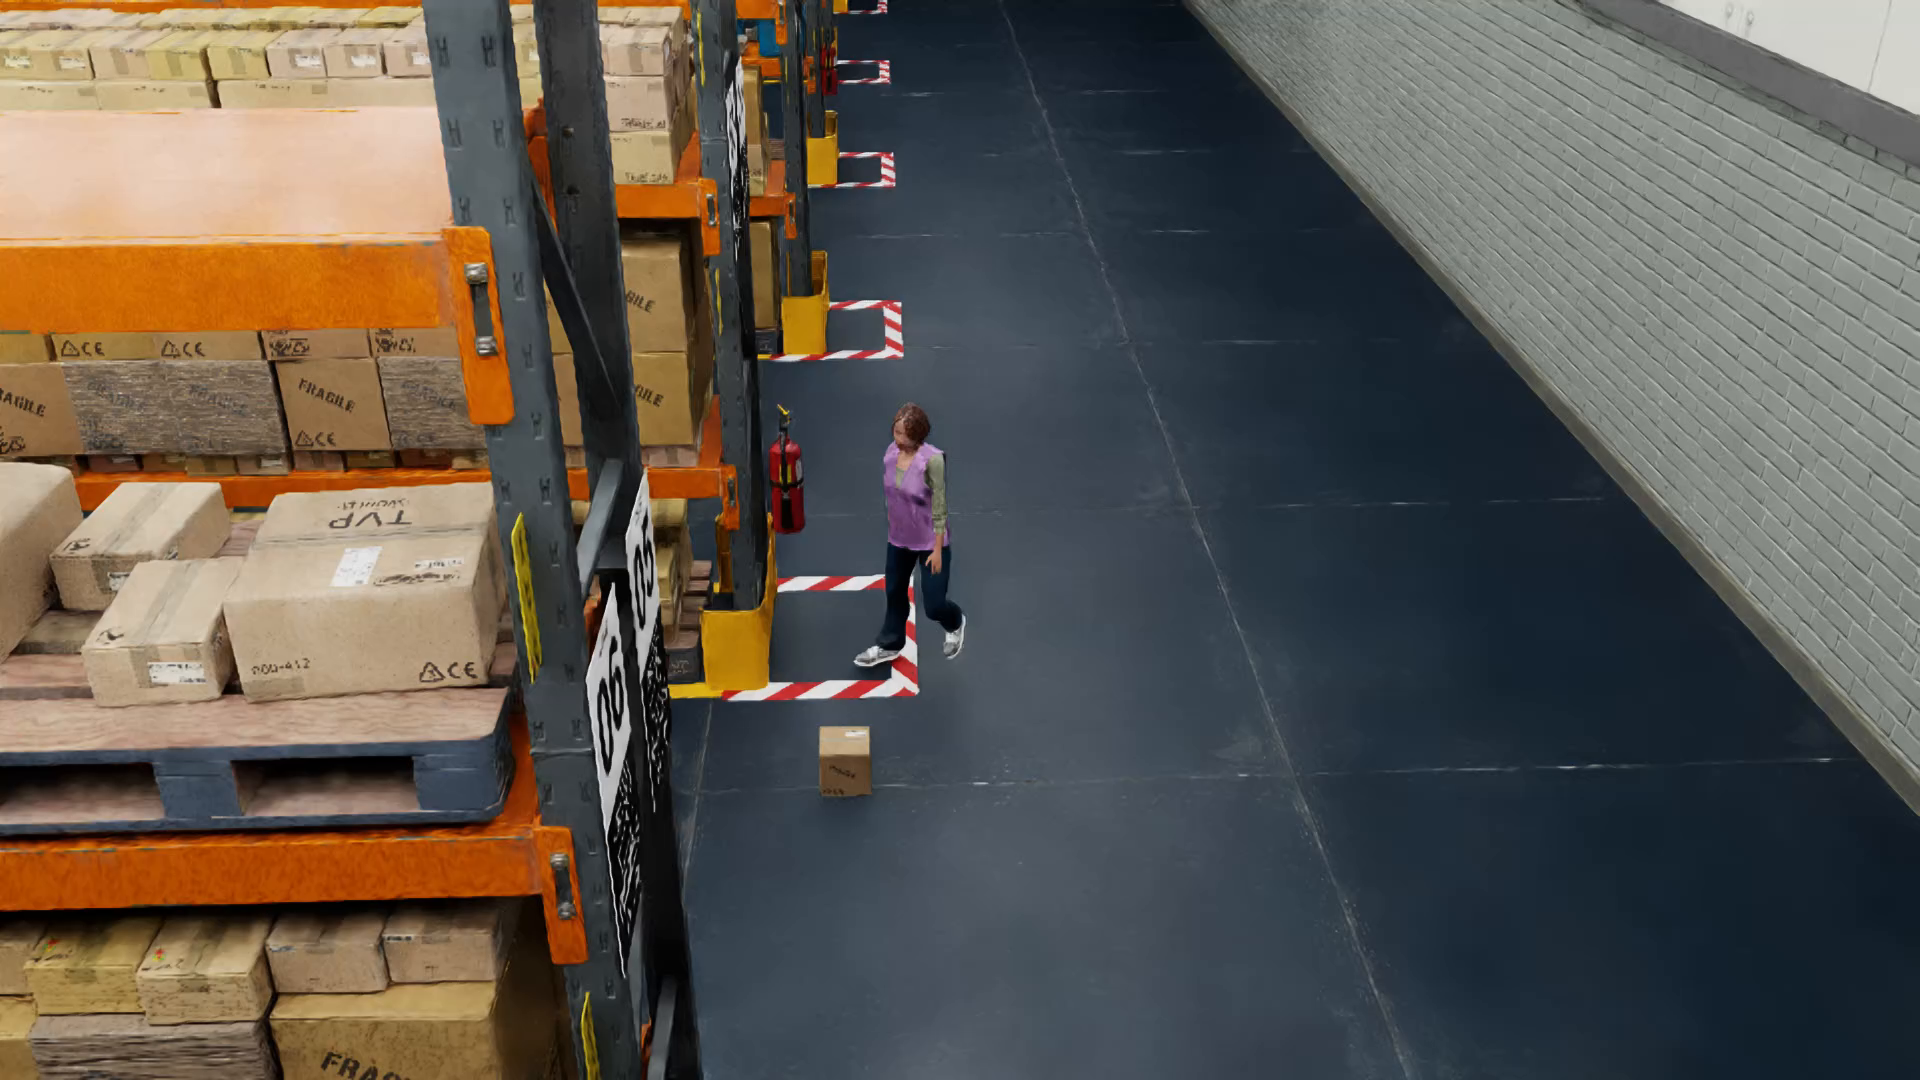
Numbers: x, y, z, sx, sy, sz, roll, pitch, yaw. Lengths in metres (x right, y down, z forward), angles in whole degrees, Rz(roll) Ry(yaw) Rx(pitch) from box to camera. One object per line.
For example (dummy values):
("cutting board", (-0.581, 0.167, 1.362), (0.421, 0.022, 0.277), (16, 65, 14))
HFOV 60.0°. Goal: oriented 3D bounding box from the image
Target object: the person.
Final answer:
("person", (-0.231, -0.016, 8.959), (0.559, 1.594, 0.498), (19, 33, 32))
